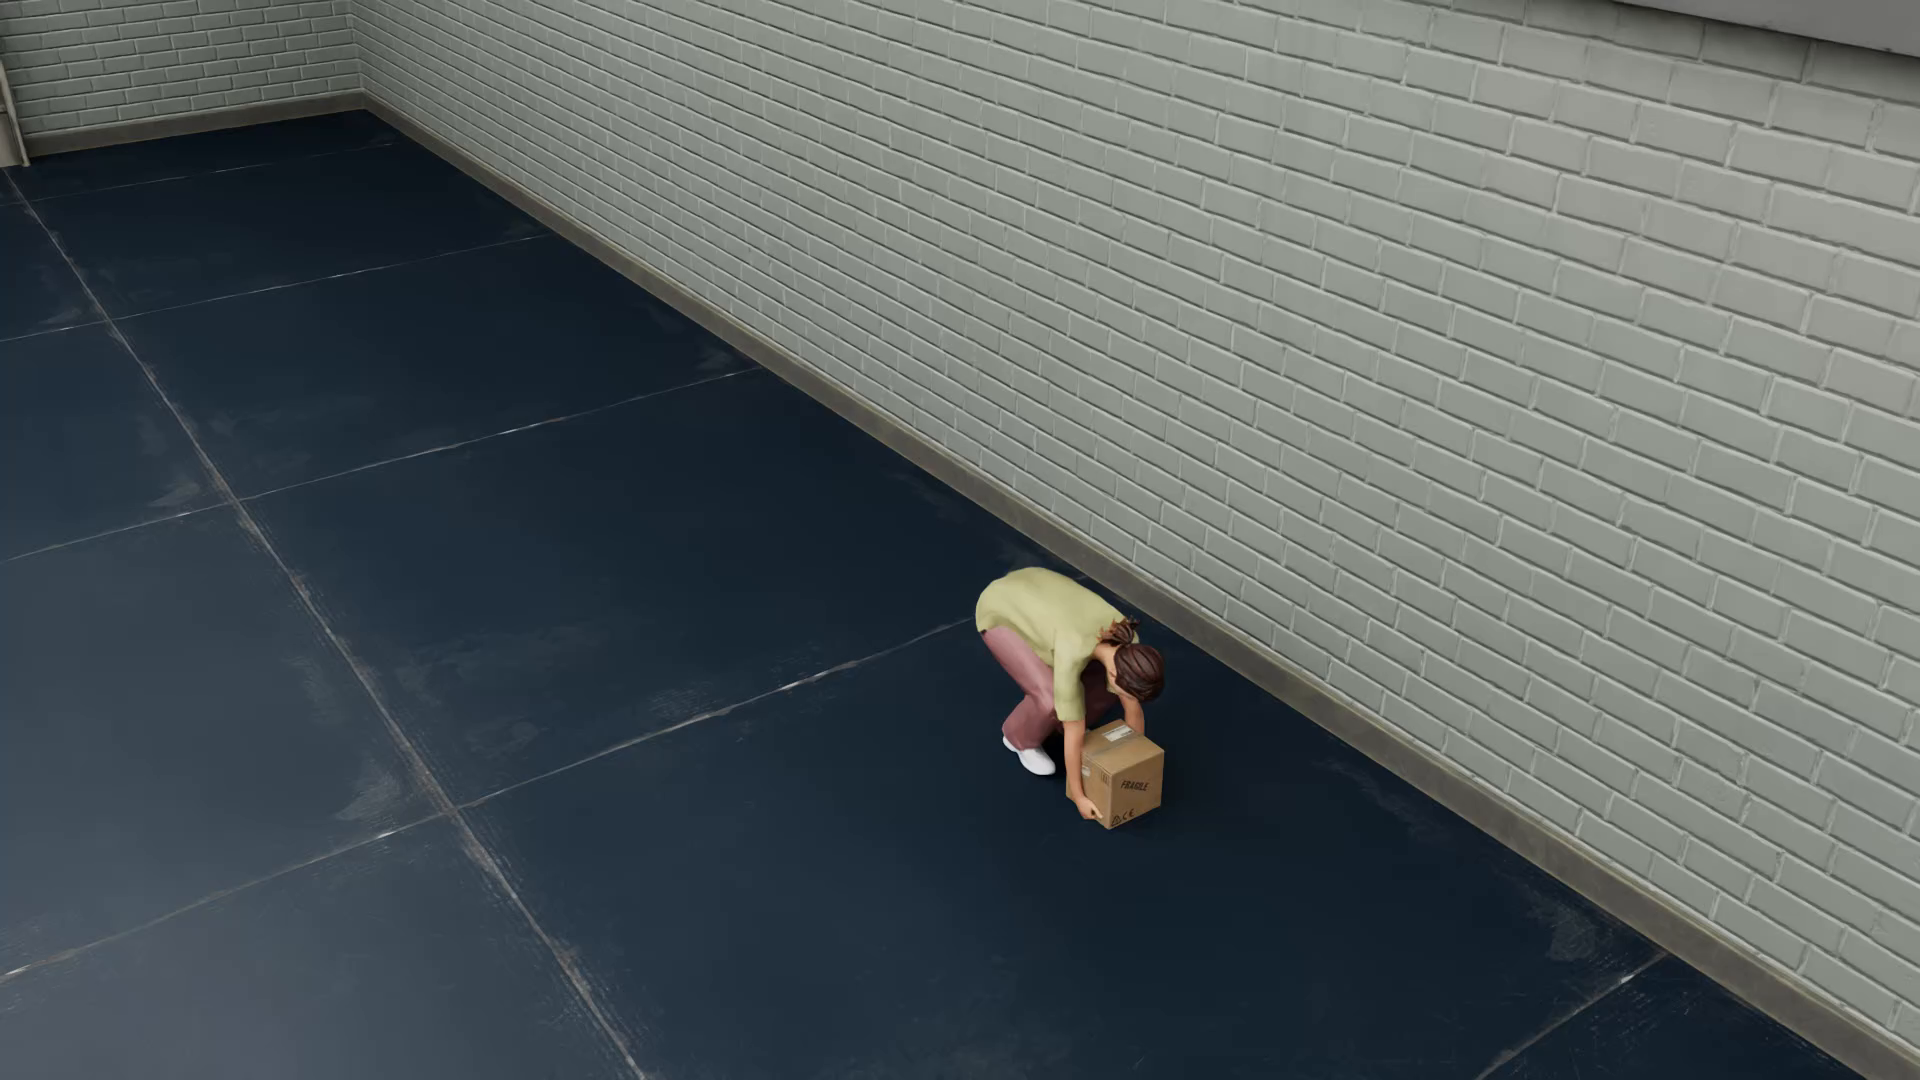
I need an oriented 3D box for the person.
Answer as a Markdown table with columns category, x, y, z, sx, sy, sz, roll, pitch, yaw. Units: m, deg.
| category | x | y | z | sx | sy | sz | roll | pitch | yaw |
| --- | --- | --- | --- | --- | --- | --- | --- | --- | --- |
| person | 0.413 | 0.527 | 6.149 | 0.440 | 0.759 | 0.866 | -20 | 34 | -32 |
